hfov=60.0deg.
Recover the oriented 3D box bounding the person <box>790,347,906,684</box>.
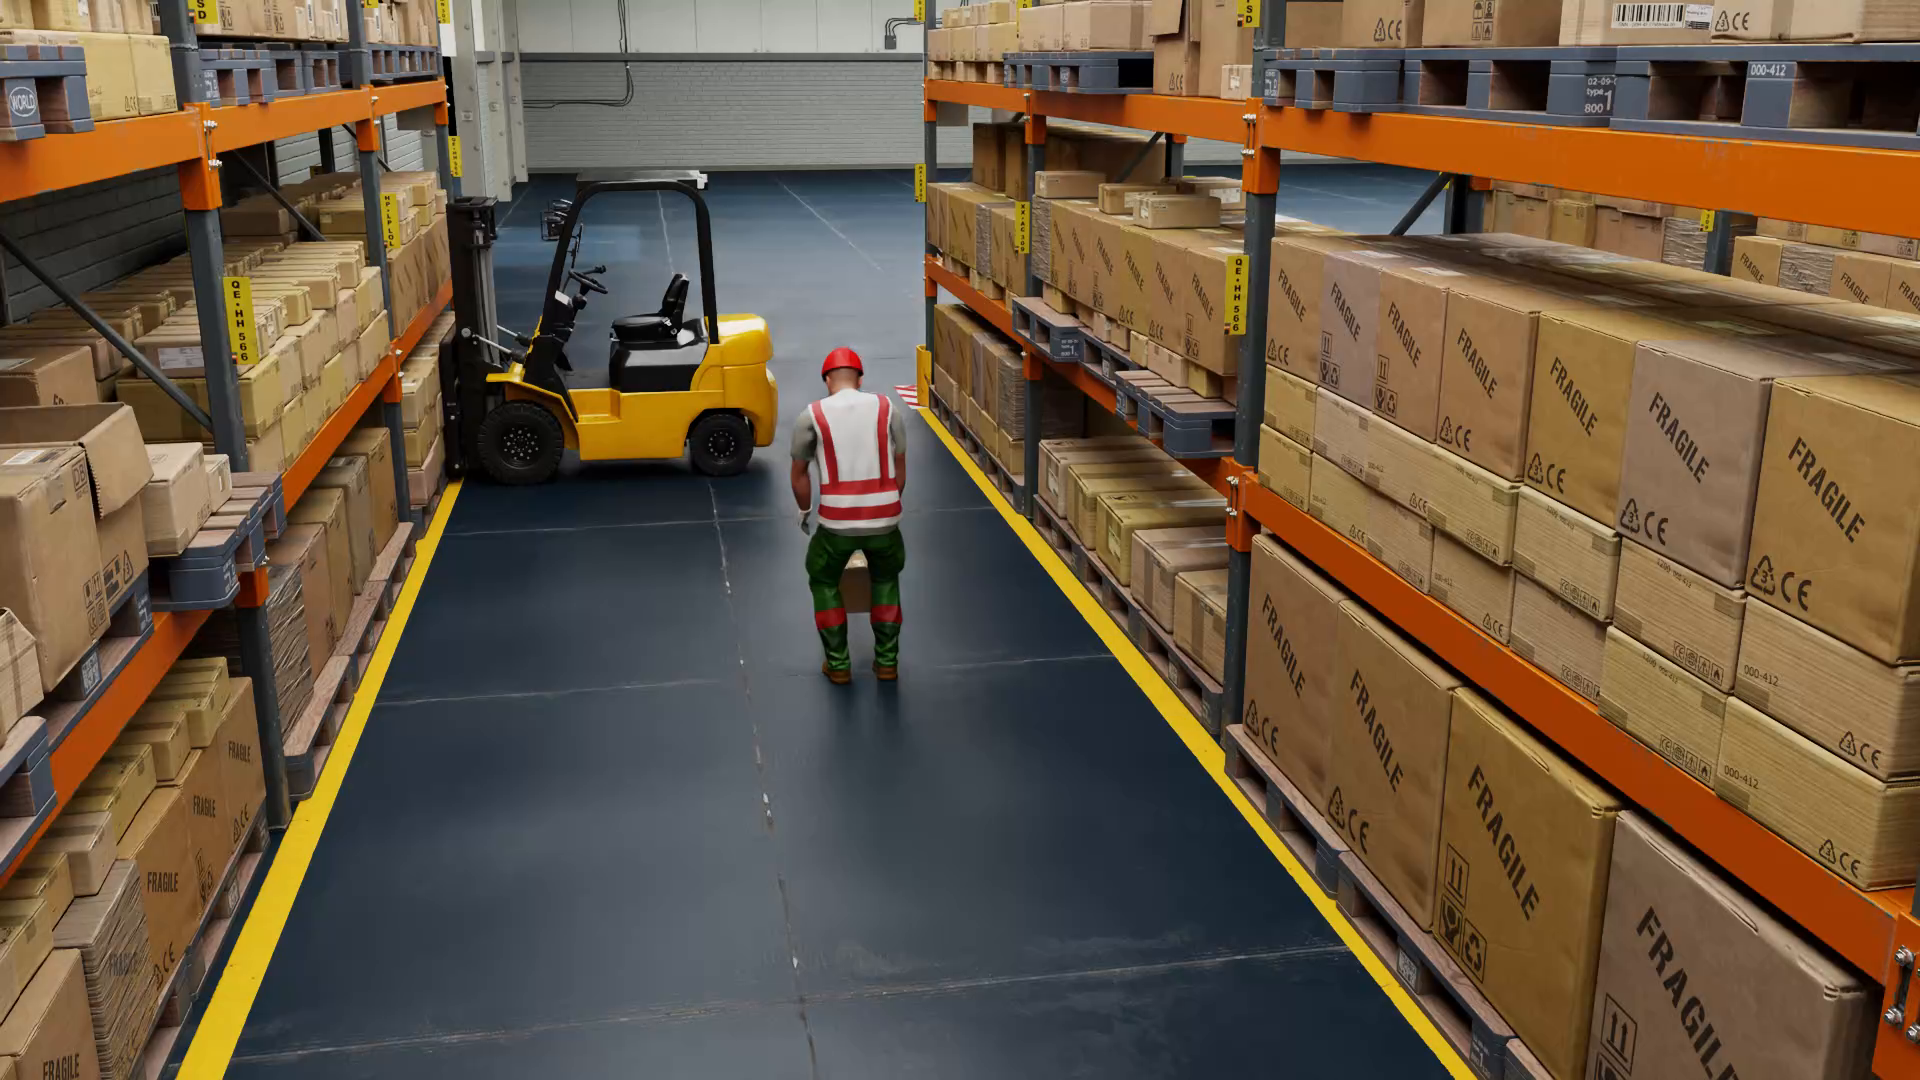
[{"bbox_3d":[-0.543,-0.115,8.183,0.568,1.627,0.602,-3,16,-10],"label":"person"}]
